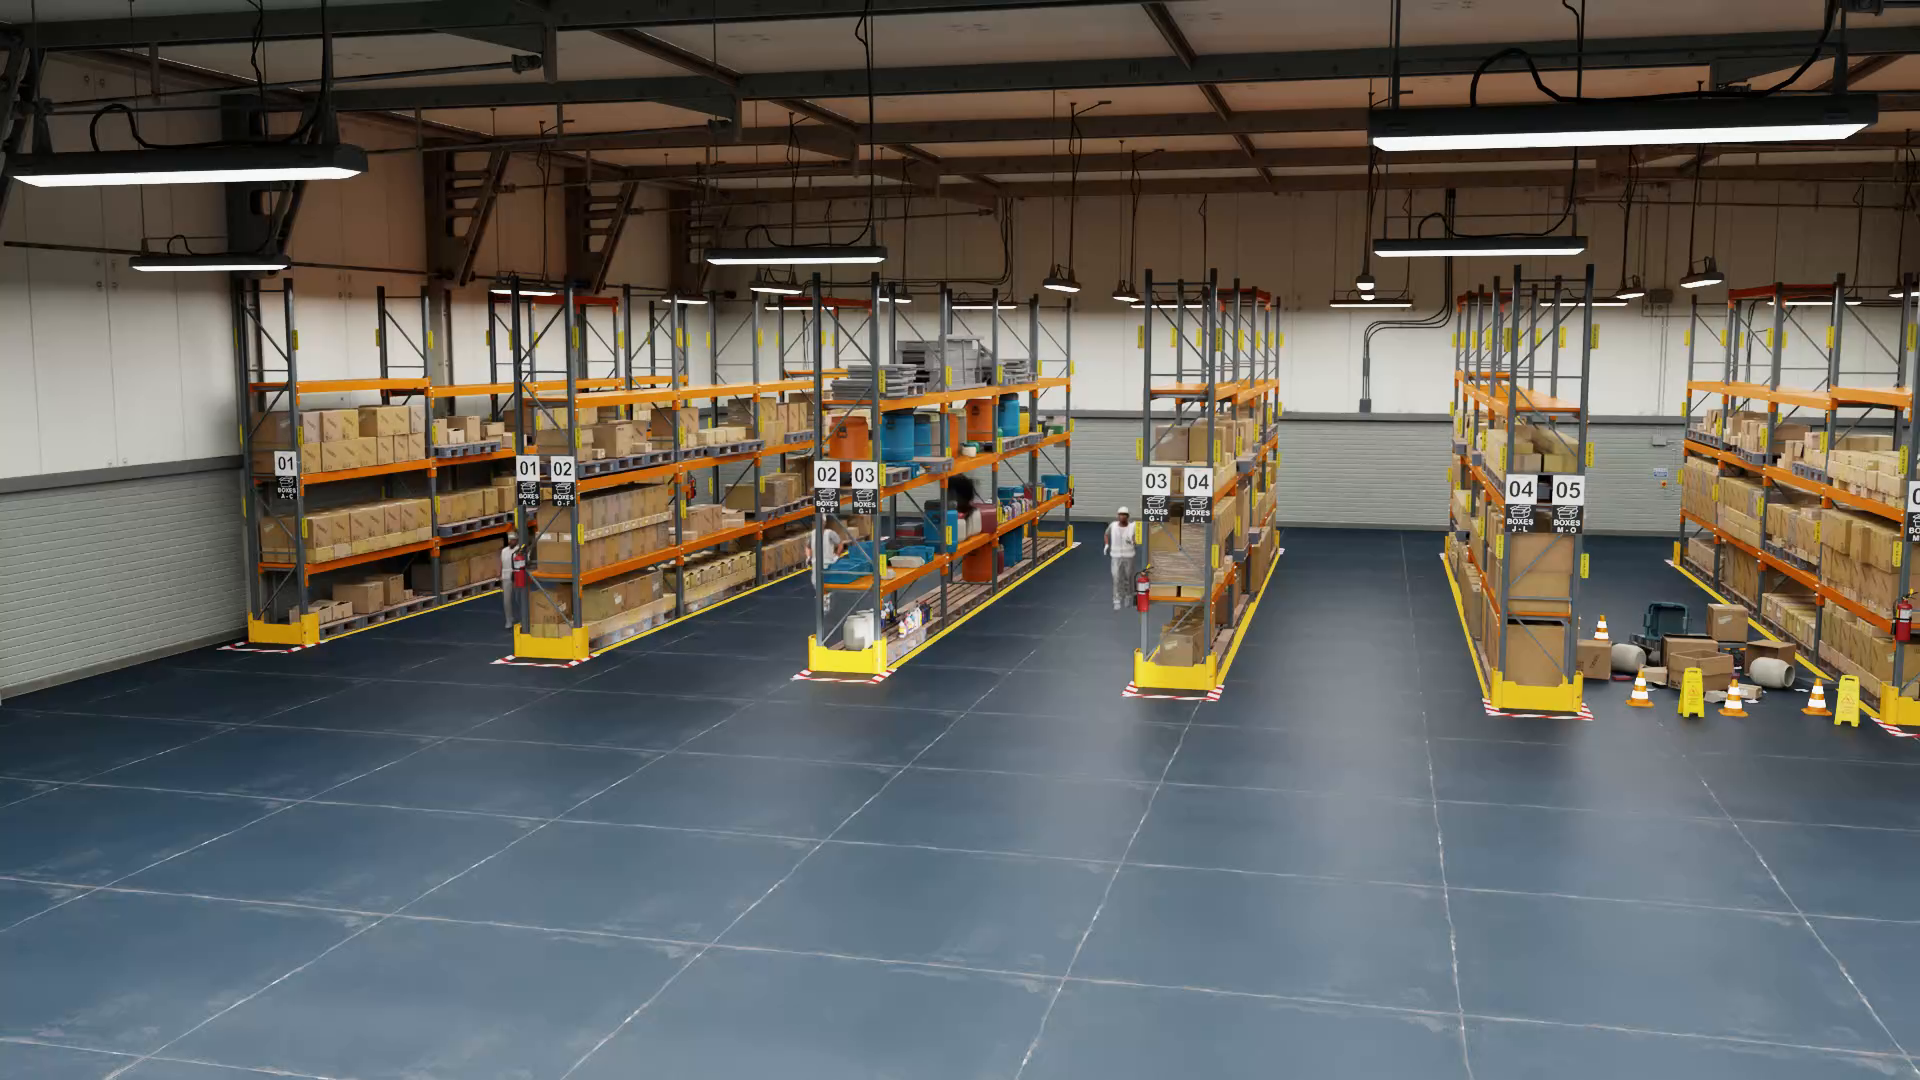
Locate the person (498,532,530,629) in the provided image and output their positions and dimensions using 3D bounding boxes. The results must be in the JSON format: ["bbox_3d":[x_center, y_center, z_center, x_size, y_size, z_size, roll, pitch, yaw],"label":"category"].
[{"bbox_3d":[-7.836,0.675,29.195,0.588,1.669,0.834,0,7,3],"label":"person"}]

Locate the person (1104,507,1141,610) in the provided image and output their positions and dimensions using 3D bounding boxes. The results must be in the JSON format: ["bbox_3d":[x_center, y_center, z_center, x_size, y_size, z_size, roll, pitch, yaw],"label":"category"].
[{"bbox_3d":[2.854,0.330,29.160,0.687,1.826,0.937,1,7,9],"label":"person"}]

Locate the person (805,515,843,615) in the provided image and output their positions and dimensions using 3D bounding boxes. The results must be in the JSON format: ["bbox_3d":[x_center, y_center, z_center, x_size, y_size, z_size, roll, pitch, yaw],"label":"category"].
[{"bbox_3d":[-2.368,0.434,28.486,0.661,1.757,0.504,2,7,16],"label":"person"}]
